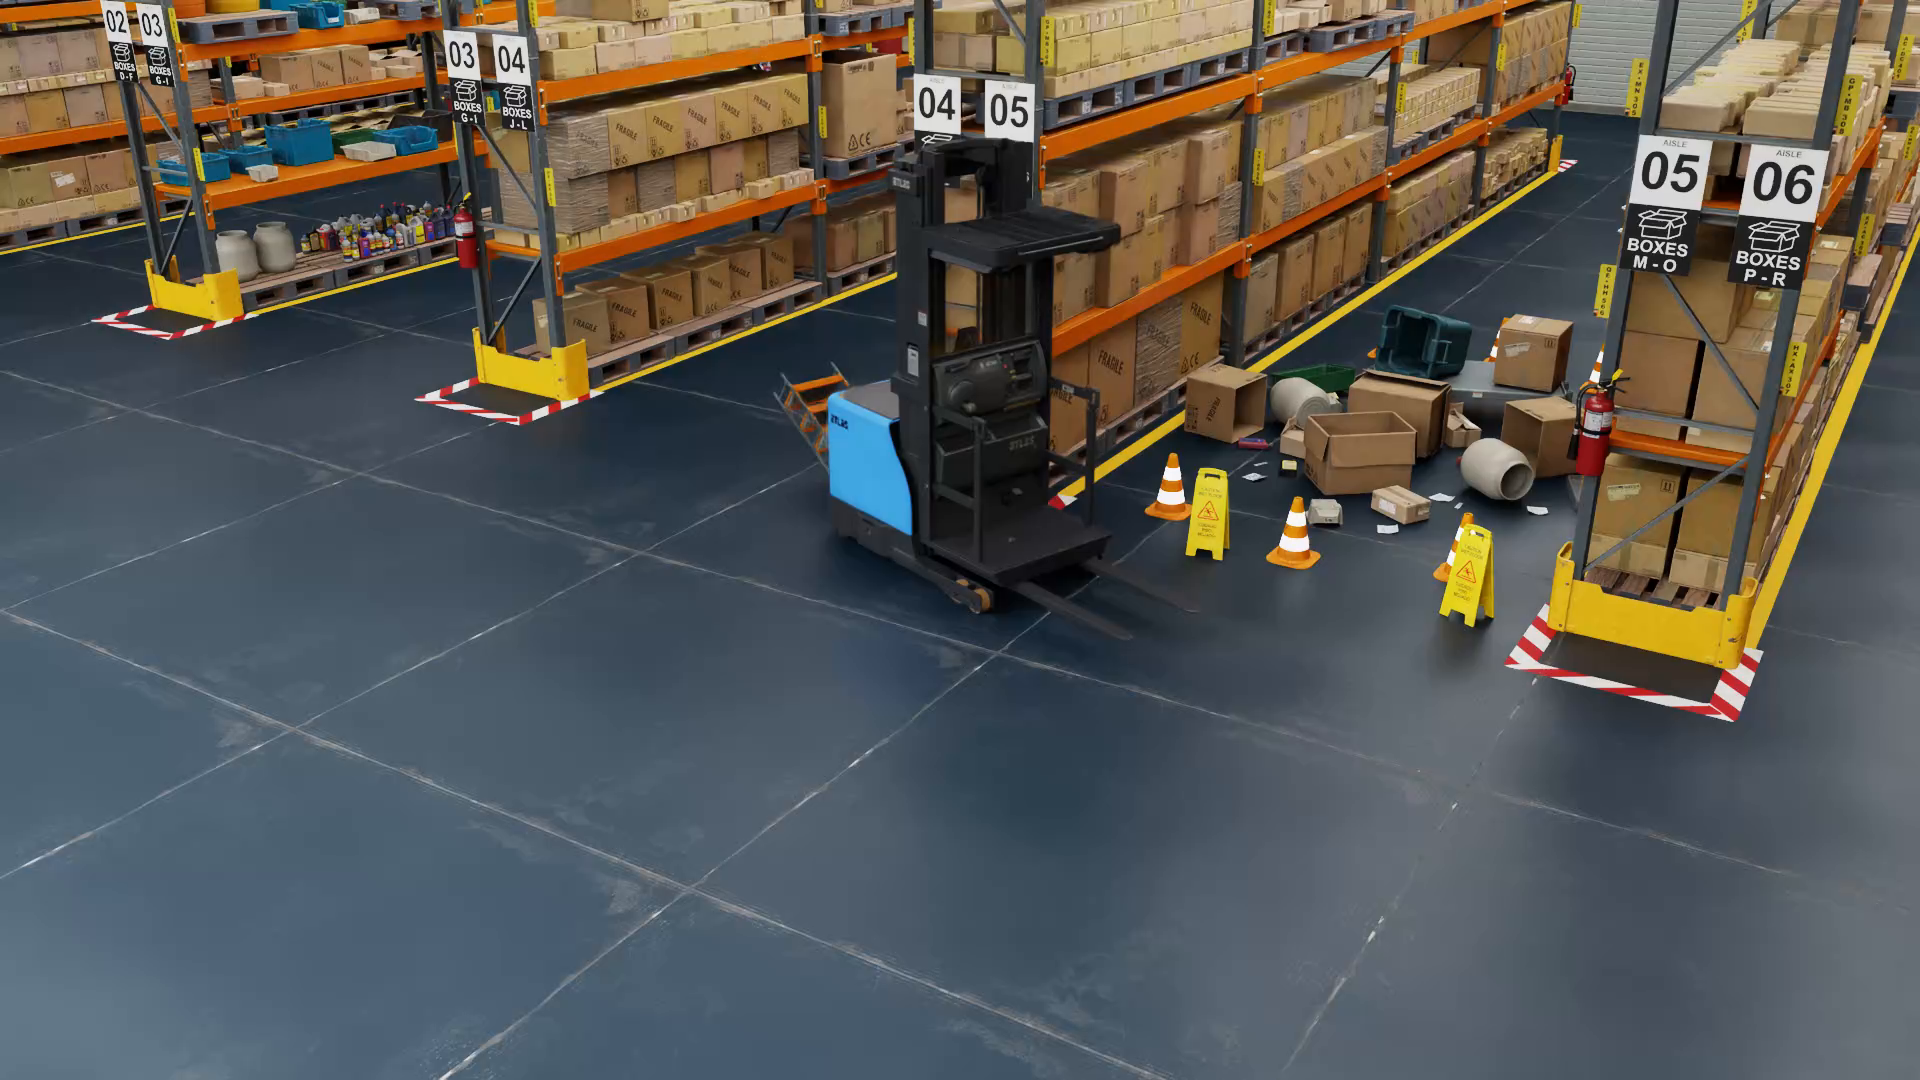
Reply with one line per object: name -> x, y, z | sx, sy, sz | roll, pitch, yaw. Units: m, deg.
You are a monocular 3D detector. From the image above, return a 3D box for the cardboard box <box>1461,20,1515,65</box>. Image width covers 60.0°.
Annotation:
cardboard box -> 6.904, -6.508, 21.750 | 0.500, 0.500, 0.500 | 15, 27, 30

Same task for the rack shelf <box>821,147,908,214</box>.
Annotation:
rack shelf -> -0.867, -4.484, 19.739 | 1.077, 0.370, 4.000 | 14, 27, 29

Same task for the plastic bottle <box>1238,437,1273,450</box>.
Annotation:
plastic bottle -> 2.498, -0.812, 14.048 | 0.283, 0.061, 0.133 | 5, 24, 11

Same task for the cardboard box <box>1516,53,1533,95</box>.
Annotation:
cardboard box -> 7.485, -6.394, 22.743 | 0.500, 0.500, 0.500 | 13, 27, 28

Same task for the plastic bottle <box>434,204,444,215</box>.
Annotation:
plastic bottle -> -6.347, -3.916, 20.301 | 0.144, 0.351, 0.185 | 14, 27, 29

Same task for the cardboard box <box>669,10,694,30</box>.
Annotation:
cardboard box -> -2.756, -4.941, 15.800 | 0.380, 0.149, 0.250 | 13, 26, 27

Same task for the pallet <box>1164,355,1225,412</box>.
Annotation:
pallet -> 1.771, -1.546, 15.555 | 1.003, 0.211, 1.213 | 14, 27, 29

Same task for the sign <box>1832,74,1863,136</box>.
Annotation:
sign -> 4.848, -2.377, 9.088 | 0.100, 0.325, 0.005 | 14, 27, 29

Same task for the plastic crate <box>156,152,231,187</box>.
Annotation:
plastic crate -> -8.230, -3.991, 17.880 | 0.499, 0.251, 0.616 | 14, 27, 29

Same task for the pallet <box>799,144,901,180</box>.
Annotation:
pallet -> -1.395, -4.279, 18.600 | 1.003, 0.211, 1.213 | 14, 27, 29

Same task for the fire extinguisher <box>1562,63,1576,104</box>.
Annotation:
fire extinguisher -> 9.093, -6.898, 24.975 | 0.296, 0.674, 0.183 | 14, 27, 29

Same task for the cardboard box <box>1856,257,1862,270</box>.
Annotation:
cardboard box -> 7.197, -2.343, 13.674 | 0.380, 0.149, 0.250 | 14, 27, 30

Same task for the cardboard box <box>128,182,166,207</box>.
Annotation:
cardboard box -> -10.918, -4.607, 22.048 | 0.500, 0.250, 0.500 | 14, 27, 29

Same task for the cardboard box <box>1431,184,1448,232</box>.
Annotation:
cardboard box -> 5.737, -4.164, 20.710 | 0.500, 0.500, 0.500 | 13, 27, 28

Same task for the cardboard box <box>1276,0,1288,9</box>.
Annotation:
cardboard box -> 2.976, -5.278, 16.348 | 0.500, 0.311, 0.500 | 13, 26, 27

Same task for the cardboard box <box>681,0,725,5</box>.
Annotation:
cardboard box -> -2.599, -5.393, 16.844 | 0.380, 0.149, 0.250 | 14, 27, 29

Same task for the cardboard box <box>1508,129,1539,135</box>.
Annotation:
cardboard box -> 8.323, -5.969, 24.573 | 0.380, 0.149, 0.250 | 14, 27, 30

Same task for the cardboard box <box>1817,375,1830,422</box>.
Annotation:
cardboard box -> 6.772, -1.227, 14.088 | 0.950, 0.372, 0.625 | 14, 27, 30

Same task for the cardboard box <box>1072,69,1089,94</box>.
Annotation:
cardboard box -> 0.716, -3.350, 12.100 | 0.380, 0.149, 0.250 | 14, 27, 29

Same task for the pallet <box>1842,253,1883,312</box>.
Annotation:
pallet -> 7.024, -2.202, 13.803 | 1.003, 0.211, 1.213 | 14, 27, 29

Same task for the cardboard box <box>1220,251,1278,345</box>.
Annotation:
cardboard box -> 2.490, -2.455, 16.448 | 1.050, 0.750, 0.750 | 14, 27, 29

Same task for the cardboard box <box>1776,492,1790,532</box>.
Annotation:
cardboard box -> 5.601, -0.215, 11.904 | 0.500, 0.250, 0.500 | 16, 28, 32

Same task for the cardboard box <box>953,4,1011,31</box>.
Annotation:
cardboard box -> 0.151, -3.850, 12.251 | 0.380, 0.149, 0.250 | 14, 27, 29

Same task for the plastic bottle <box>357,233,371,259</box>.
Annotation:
plastic bottle -> -6.884, -3.402, 19.198 | 0.061, 0.283, 0.133 | 14, 27, 30

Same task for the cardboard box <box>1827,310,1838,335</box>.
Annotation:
cardboard box -> 6.461, -1.689, 12.693 | 0.380, 0.149, 0.250 | 15, 27, 30

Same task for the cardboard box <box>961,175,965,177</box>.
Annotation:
cardboard box -> -0.140, -4.656, 20.878 | 0.500, 0.250, 0.500 | 15, 28, 31

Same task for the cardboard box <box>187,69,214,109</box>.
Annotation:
cardboard box -> -10.565, -6.111, 22.466 | 0.700, 0.500, 0.500 | 13, 27, 28

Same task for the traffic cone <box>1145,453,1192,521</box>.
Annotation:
traffic cone -> 1.615, -0.433, 12.669 | 0.336, 0.463, 0.334 | 14, 27, 29

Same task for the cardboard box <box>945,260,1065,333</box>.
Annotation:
cardboard box -> 0.286, -1.919, 12.719 | 0.875, 0.550, 0.550 | 14, 27, 29

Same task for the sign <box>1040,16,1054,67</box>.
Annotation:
sign -> 0.597, -3.412, 11.379 | 0.100, 0.325, 0.005 | 14, 27, 29

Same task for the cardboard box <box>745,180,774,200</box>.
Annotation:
cardboard box -> -2.146, -3.628, 17.171 | 0.380, 0.149, 0.250 | 14, 27, 29

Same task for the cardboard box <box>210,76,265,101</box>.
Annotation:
cardboard box -> -10.113, -6.323, 23.269 | 0.500, 0.250, 0.500 | 16, 28, 32

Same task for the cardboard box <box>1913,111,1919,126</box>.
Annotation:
cardboard box -> 9.615, -4.374, 17.193 | 0.500, 0.500, 0.500 | 15, 27, 30

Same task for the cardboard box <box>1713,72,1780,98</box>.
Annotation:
cardboard box -> 5.076, -2.924, 10.764 | 0.380, 0.149, 0.250 | 13, 27, 27

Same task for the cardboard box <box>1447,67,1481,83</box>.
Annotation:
cardboard box -> 6.413, -5.940, 21.234 | 0.380, 0.149, 0.250 | 15, 28, 31

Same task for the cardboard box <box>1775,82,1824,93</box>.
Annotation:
cardboard box -> 5.297, -2.750, 10.363 | 0.380, 0.149, 0.250 | 14, 27, 29

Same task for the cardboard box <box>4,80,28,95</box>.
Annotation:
cardboard box -> -11.651, -5.556, 20.366 | 0.380, 0.149, 0.250 | 13, 27, 28

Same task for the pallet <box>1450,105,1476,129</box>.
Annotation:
pallet -> 5.932, -5.451, 21.306 | 1.003, 0.211, 1.213 | 14, 27, 29

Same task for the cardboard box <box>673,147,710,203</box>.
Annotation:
cardboard box -> -2.982, -3.672, 16.455 | 0.875, 0.500, 0.500 | 14, 27, 29

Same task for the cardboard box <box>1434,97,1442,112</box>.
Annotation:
cardboard box -> 5.591, -5.278, 20.079 | 0.380, 0.149, 0.250 | 15, 28, 31

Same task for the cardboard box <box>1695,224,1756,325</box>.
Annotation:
cardboard box -> 4.745, -1.741, 10.738 | 0.700, 0.500, 0.500 | 14, 27, 29

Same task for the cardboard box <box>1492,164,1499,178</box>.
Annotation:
cardboard box -> 7.222, -5.127, 23.002 | 0.380, 0.149, 0.250 | 12, 26, 26

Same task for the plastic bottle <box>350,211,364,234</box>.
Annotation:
plastic bottle -> -7.232, -3.771, 19.966 | 0.144, 0.351, 0.185 | 14, 27, 29

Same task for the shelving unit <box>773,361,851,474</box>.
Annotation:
shelving unit -> -0.934, -0.855, 13.112 | 0.503, 0.258, 1.200 | -18, 62, -37

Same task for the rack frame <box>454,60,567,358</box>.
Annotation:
rack frame -> -4.032, -2.789, 14.918 | 1.000, 3.000, 0.127 | 14, 27, 29

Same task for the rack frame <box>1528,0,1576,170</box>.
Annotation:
rack frame -> 8.569, -7.116, 24.912 | 1.000, 3.000, 0.127 | 14, 27, 29

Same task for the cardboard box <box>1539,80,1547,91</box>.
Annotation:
cardboard box -> 8.239, -6.577, 23.982 | 0.380, 0.149, 0.250 | 15, 27, 30

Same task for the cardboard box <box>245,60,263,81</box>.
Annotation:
cardboard box -> -11.937, -8.030, 29.202 | 0.750, 0.750, 0.750 | 13, 27, 28

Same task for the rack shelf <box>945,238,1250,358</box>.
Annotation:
rack shelf -> 1.184, -2.061, 14.140 | 1.077, 0.370, 4.000 | 14, 27, 29

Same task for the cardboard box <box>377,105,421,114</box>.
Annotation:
cardboard box -> -8.752, -6.640, 26.038 | 0.500, 0.311, 0.500 | 15, 28, 31

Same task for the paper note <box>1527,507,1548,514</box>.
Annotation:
paper note -> 4.431, -0.233, 12.749 | 0.142, 0.019, 0.148 | 5, 24, 11

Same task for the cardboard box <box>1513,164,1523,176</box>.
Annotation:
cardboard box -> 7.844, -5.327, 23.839 | 0.380, 0.149, 0.250 | 14, 27, 30

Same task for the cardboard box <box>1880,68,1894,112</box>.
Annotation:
cardboard box -> 6.492, -3.301, 12.138 | 0.500, 0.250, 0.500 | 14, 27, 28

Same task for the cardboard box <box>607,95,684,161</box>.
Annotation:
cardboard box -> -2.978, -3.896, 15.714 | 0.500, 0.500, 0.500 | 14, 27, 29

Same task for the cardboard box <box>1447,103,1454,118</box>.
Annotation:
cardboard box -> 5.873, -5.317, 20.544 | 0.380, 0.149, 0.250 | 13, 26, 27

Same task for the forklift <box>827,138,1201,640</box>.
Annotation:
forklift -> 0.341, -1.077, 11.048 | 1.130, 2.935, 3.031 | -18, 29, -35
